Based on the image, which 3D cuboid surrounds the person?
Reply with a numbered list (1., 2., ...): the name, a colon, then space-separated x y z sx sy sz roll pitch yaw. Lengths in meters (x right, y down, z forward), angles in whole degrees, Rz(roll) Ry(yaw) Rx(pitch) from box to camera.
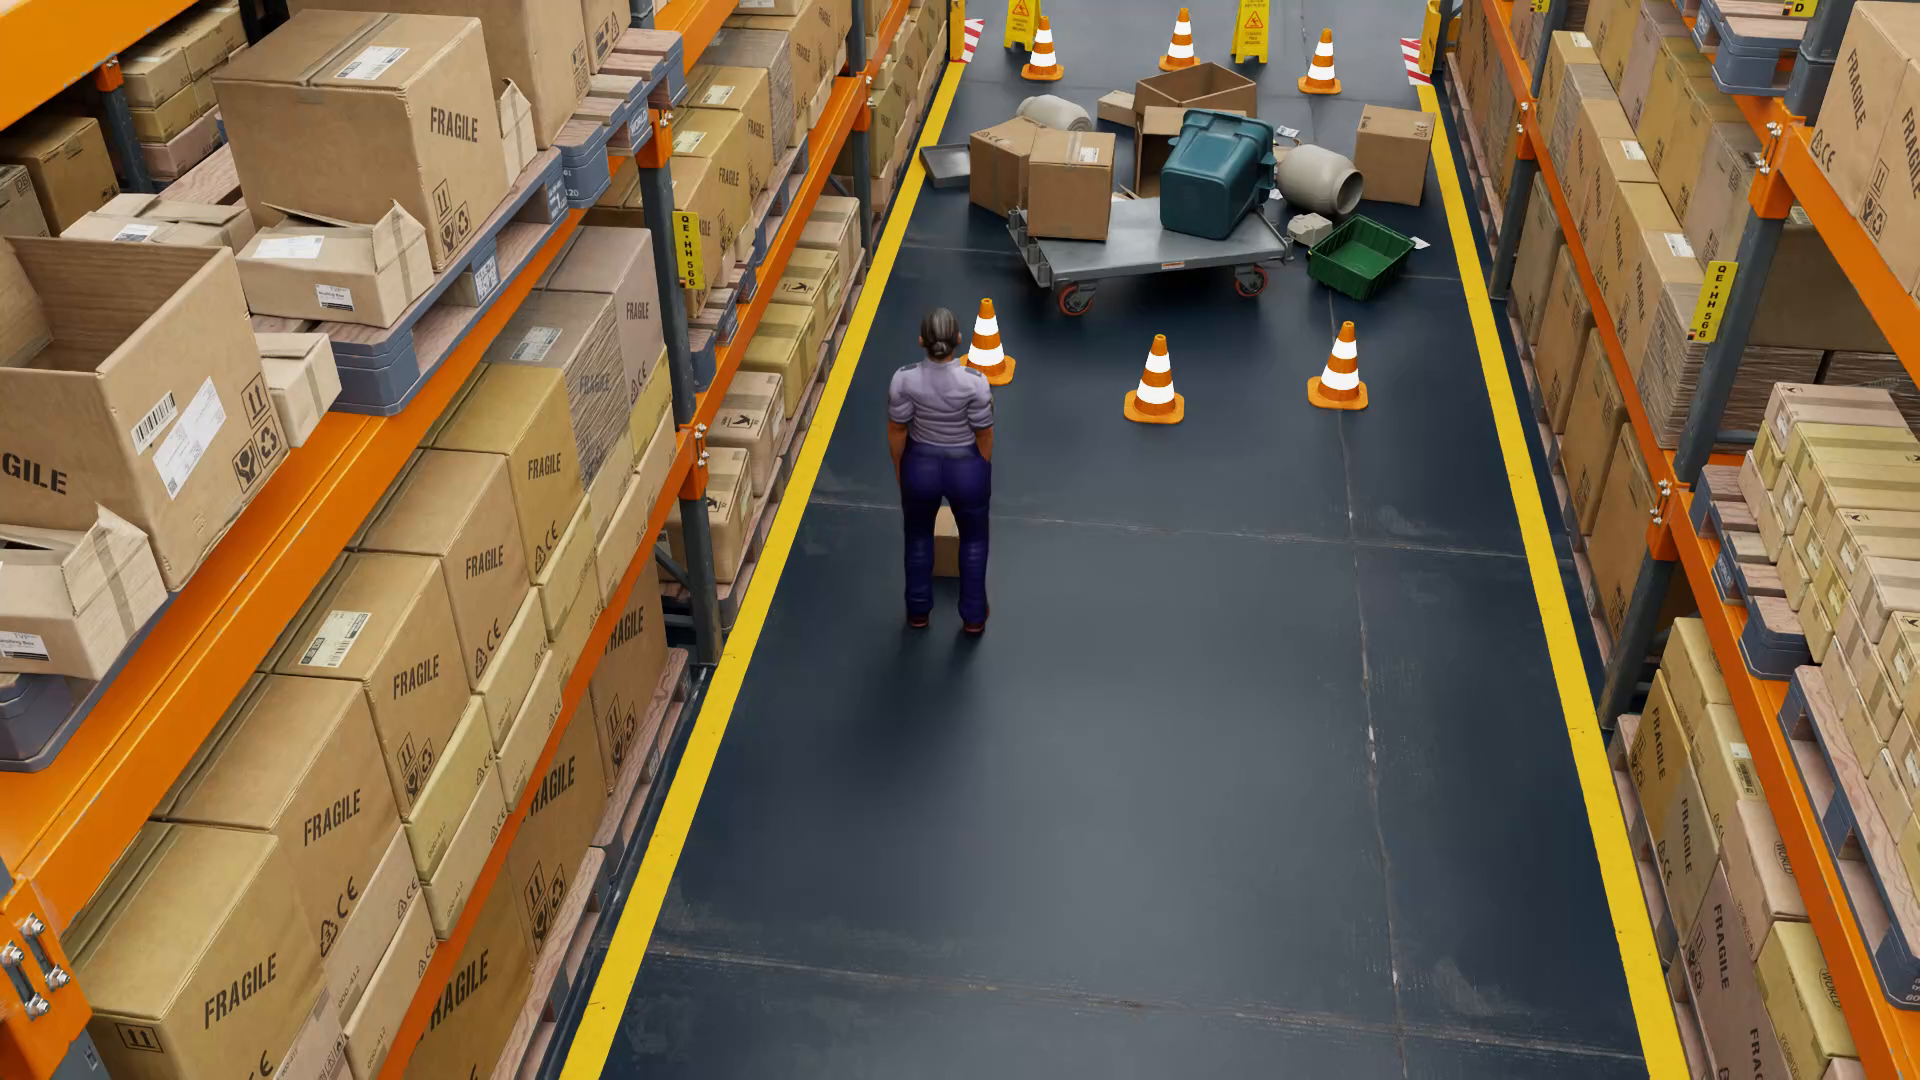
1. person: -0.083 -0.302 7.473 0.471 1.649 0.341 4 37 5
